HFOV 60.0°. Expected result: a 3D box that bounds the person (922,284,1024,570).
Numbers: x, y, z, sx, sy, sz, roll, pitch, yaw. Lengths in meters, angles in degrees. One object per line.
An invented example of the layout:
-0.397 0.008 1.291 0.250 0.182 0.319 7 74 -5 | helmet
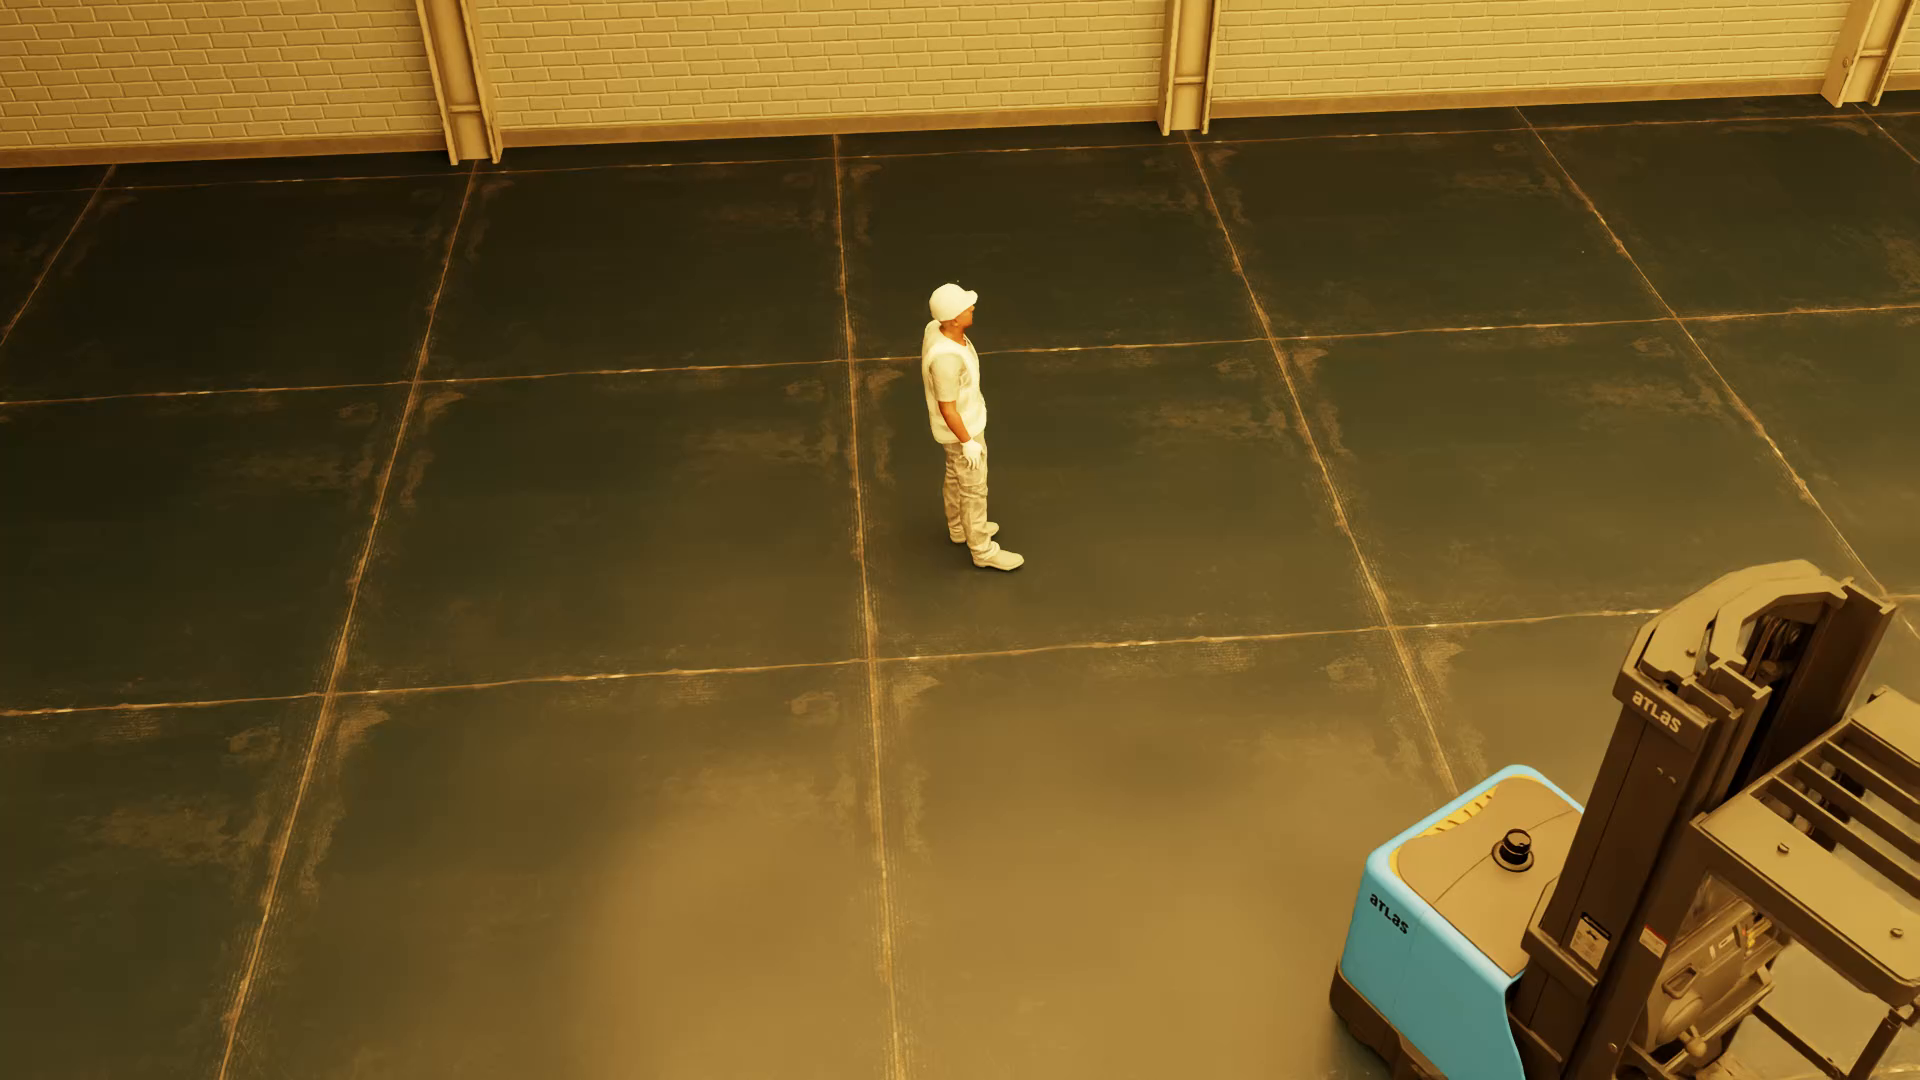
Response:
0.072 -0.681 9.606 0.577 1.782 0.656 -3 41 -4 | person

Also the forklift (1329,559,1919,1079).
2.946 1.643 6.017 1.130 2.935 3.031 -24 46 -26 | forklift
